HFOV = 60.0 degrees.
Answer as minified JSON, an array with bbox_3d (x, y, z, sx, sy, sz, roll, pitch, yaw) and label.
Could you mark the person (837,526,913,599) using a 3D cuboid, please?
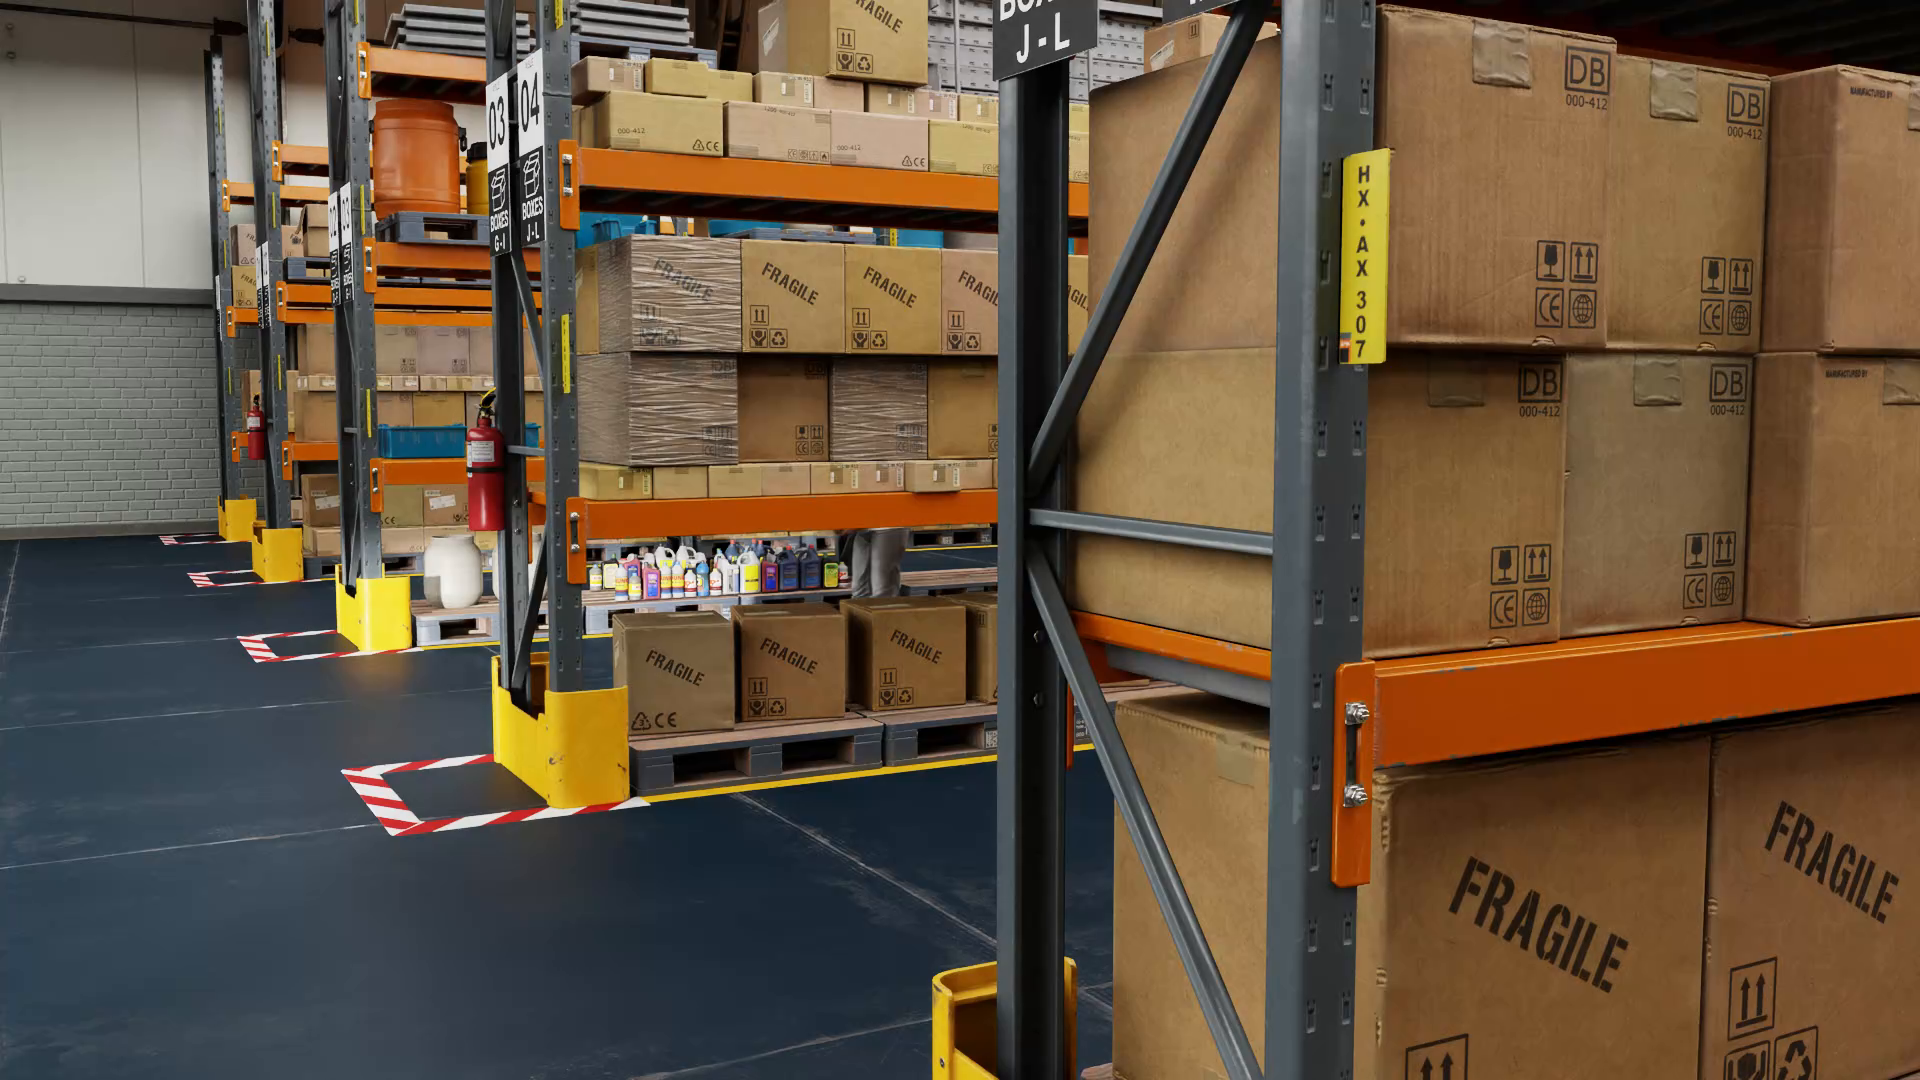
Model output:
[{"bbox_3d":[-0.590,-0.059,10.782,0.551,1.770,0.499,-3,6,-29],"label":"person"}]
